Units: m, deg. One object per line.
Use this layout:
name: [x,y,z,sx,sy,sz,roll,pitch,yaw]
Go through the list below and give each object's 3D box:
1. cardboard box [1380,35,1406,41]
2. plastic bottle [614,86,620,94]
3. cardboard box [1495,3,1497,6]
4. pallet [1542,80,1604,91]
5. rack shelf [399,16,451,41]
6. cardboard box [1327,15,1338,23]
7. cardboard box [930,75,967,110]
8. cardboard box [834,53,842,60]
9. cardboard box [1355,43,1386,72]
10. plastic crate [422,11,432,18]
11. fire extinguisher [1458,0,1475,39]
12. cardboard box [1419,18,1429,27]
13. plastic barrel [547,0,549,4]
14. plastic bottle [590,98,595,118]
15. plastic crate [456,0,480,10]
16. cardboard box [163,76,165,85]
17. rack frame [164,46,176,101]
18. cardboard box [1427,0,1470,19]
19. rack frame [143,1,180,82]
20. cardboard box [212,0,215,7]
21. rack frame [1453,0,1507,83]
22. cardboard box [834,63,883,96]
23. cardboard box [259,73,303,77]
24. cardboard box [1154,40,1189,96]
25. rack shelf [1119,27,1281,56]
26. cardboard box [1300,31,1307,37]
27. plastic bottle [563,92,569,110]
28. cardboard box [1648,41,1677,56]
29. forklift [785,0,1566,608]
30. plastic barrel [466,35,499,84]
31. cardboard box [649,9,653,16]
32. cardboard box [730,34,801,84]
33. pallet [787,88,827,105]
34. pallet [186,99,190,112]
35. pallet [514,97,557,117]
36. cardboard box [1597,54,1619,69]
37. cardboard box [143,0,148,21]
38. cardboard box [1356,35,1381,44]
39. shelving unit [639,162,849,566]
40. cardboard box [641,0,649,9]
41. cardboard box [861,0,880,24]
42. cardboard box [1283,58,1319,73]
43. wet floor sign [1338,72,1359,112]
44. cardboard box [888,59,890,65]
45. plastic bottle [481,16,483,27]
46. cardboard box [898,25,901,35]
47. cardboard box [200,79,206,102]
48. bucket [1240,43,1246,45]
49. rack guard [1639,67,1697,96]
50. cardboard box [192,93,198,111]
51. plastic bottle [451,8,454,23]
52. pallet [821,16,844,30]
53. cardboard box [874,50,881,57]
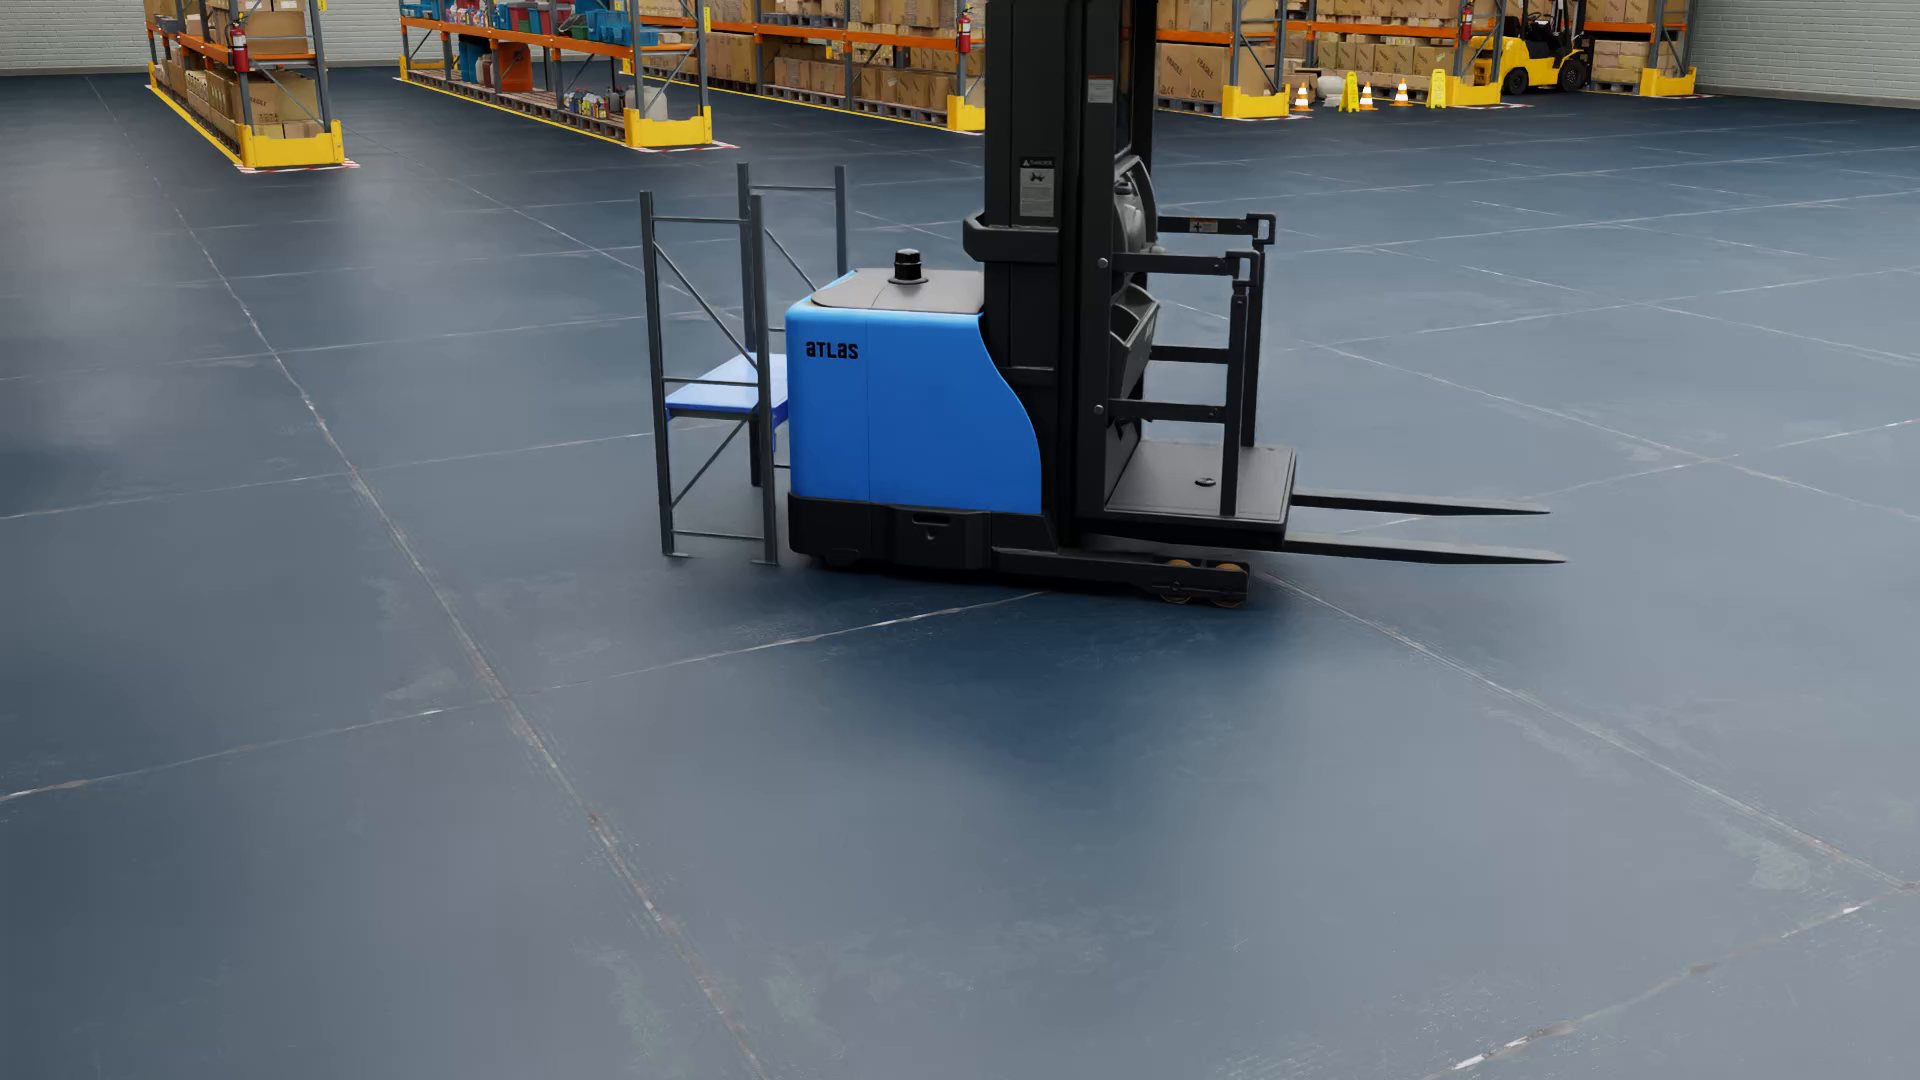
cardboard box: [9.992,-11.139,37.810,0.875,0.625,0.625,-9,21,-25]
plastic bottle: [-5.280,-6.839,25.740,0.144,0.351,0.185,-11,22,-28]
cardboard box: [11.149,-11.363,34.926,0.500,0.250,0.500,-10,22,-28]
pallet: [12.531,-9.192,33.447,1.003,0.211,1.213,-10,21,-27]
rack shelf: [-10.588,-10.554,34.223,1.077,0.370,4.000,-10,21,-27]
cardboard box: [7.273,-10.003,31.906,0.380,0.149,0.250,-9,21,-25]
cardboard box: [-0.177,-7.008,26.030,0.500,0.500,0.500,-4,20,-12]
cardboard box: [-2.799,-11.626,39.952,0.380,0.149,0.250,-10,21,-26]
cardboard box: [7.792,-9.067,31.231,0.500,0.500,0.500,-9,21,-24]
plastic crate: [-10.730,-10.677,33.788,0.293,0.136,0.466,-10,21,-27]
fire extinguisher: [8.789,-9.037,28.841,0.296,0.674,0.183,-10,21,-27]
cardboard box: [8.453,-9.266,29.770,0.380,0.149,0.250,-10,22,-28]
plastic barrel: [-6.655,-8.731,27.628,0.433,0.535,0.433,0,19,0]
plastic bottle: [-5.360,-6.372,24.499,0.152,0.276,0.135,-11,22,-28]
plastic crate: [-9.842,-10.674,33.276,0.402,0.464,0.583,-10,21,-27]
cardboard box: [-14.751,-8.632,31.246,0.380,0.149,0.250,-10,21,-27]
rack frame: [-14.000,-9.554,30.221,1.000,3.000,0.127,-10,21,-27]
cardboard box: [8.640,-9.479,29.393,0.500,0.500,0.500,-10,22,-28]
rack frame: [-15.899,-10.702,33.549,1.000,3.000,0.127,-10,21,-27]
cardboard box: [-10.000,-7.359,22.710,0.380,0.149,0.250,-11,22,-28]
rack frame: [9.140,-9.178,29.130,1.000,3.000,0.127,-10,21,-27]
cardboard box: [-1.754,-7.997,28.866,0.700,0.500,0.500,-12,22,-31]
cardboard box: [-9.070,-5.982,22.291,0.500,0.500,0.500,-10,21,-27]
cardboard box: [3.601,-8.275,29.127,0.875,0.875,0.875,-10,21,-26]
rack shelf: [3.882,-8.616,28.605,1.077,0.370,4.000,-10,21,-27]
cardboard box: [8.420,-12.207,40.102,0.380,0.149,0.250,-9,21,-25]
plastic bottle: [-6.074,-6.783,25.697,0.097,0.271,0.097,0,19,0]
cardboard box: [13.445,-9.486,32.063,0.500,0.250,0.500,-10,22,-27]
forklift: [0.872,-1.317,6.455,3.031,2.935,1.130,4,20,13]
plastic barrel: [-9.059,-9.165,31.666,0.600,0.901,0.708,-10,21,-27]
cardboard box: [-6.570,-11.523,36.311,0.380,0.149,0.250,-11,22,-28]
cardboard box: [-3.690,-9.335,32.198,1.225,0.875,0.875,-11,22,-29]
pallet: [-2.435,-8.047,30.127,1.003,0.211,1.213,-10,21,-27]
pallet: [-12.422,-7.308,27.986,1.003,0.211,1.213,-10,21,-27]
pallet: [-6.830,-7.276,27.893,1.003,0.211,1.213,-10,21,-27]
cardboard box: [12.772,-9.320,32.346,0.500,0.250,0.500,-10,22,-27]
cardboard box: [-15.921,-10.581,33.045,0.500,0.500,0.500,-9,21,-26]
cardboard box: [7.666,-9.405,31.217,0.380,0.149,0.250,-9,21,-24]
shelving unit: [-0.870,-0.788,7.115,0.538,1.500,1.048,5,20,14]
cardboard box: [-6.701,-11.833,36.599,0.500,0.250,0.500,-11,22,-28]
cardboard box: [-1.115,-8.691,27.111,0.875,0.500,0.500,-10,21,-27]
cardboard box: [6.989,-9.432,33.253,0.950,0.372,0.625,-10,21,-26]
wet floor sign: [6.588,-7.567,28.073,0.267,0.644,0.232,-14,24,-36]
cardboard box: [-1.403,-10.825,37.631,0.380,0.149,0.250,-9,21,-25]
plastic bottle: [-8.501,-9.258,29.668,0.097,0.201,0.097,0,19,0]
cardboard box: [-0.761,-8.071,26.307,0.380,0.149,0.250,-10,21,-27]
cardboard box: [-10.898,-6.642,24.492,0.500,0.311,0.500,-9,21,-25]
bucket: [5.026,-9.019,31.359,0.726,0.611,0.620,-3,9,-8]
rack guard: [13.518,-8.759,31.749,1.175,0.500,0.348,-10,21,-27]
cardboard box: [-11.618,-6.816,25.858,0.500,0.250,0.500,-11,22,-28]
plastic bottle: [-9.580,-9.965,31.601,0.152,0.276,0.135,-10,21,-27]
pallet: [-1.716,-8.942,28.742,1.003,0.211,1.213,-10,21,-27]
cardboard box: [-1.749,-11.167,38.165,0.380,0.149,0.250,-9,21,-25]
